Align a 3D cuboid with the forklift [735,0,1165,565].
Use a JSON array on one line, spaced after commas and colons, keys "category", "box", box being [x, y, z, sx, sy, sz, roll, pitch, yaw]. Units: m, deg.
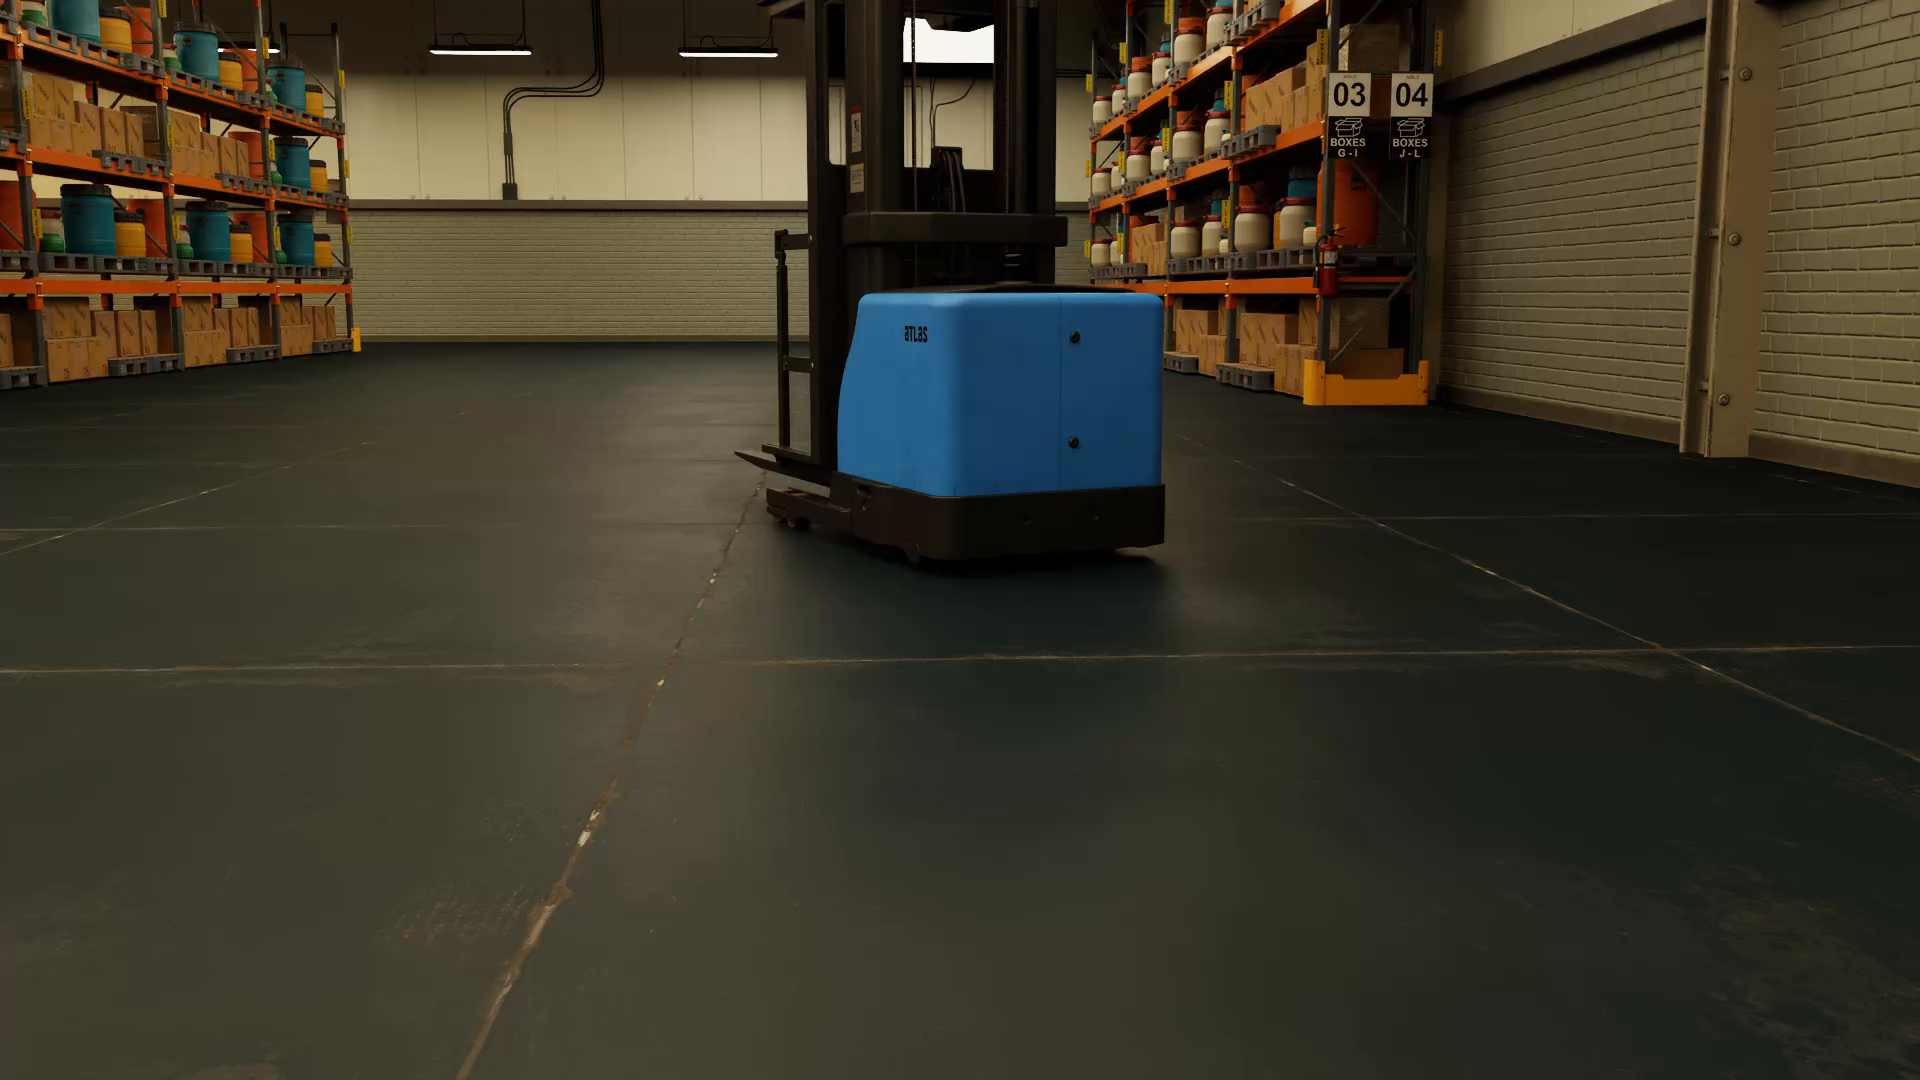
[{"category": "forklift", "box": [-0.264, -1.530, 7.637, 1.130, 2.935, 3.031, -4, 9, -25]}]
